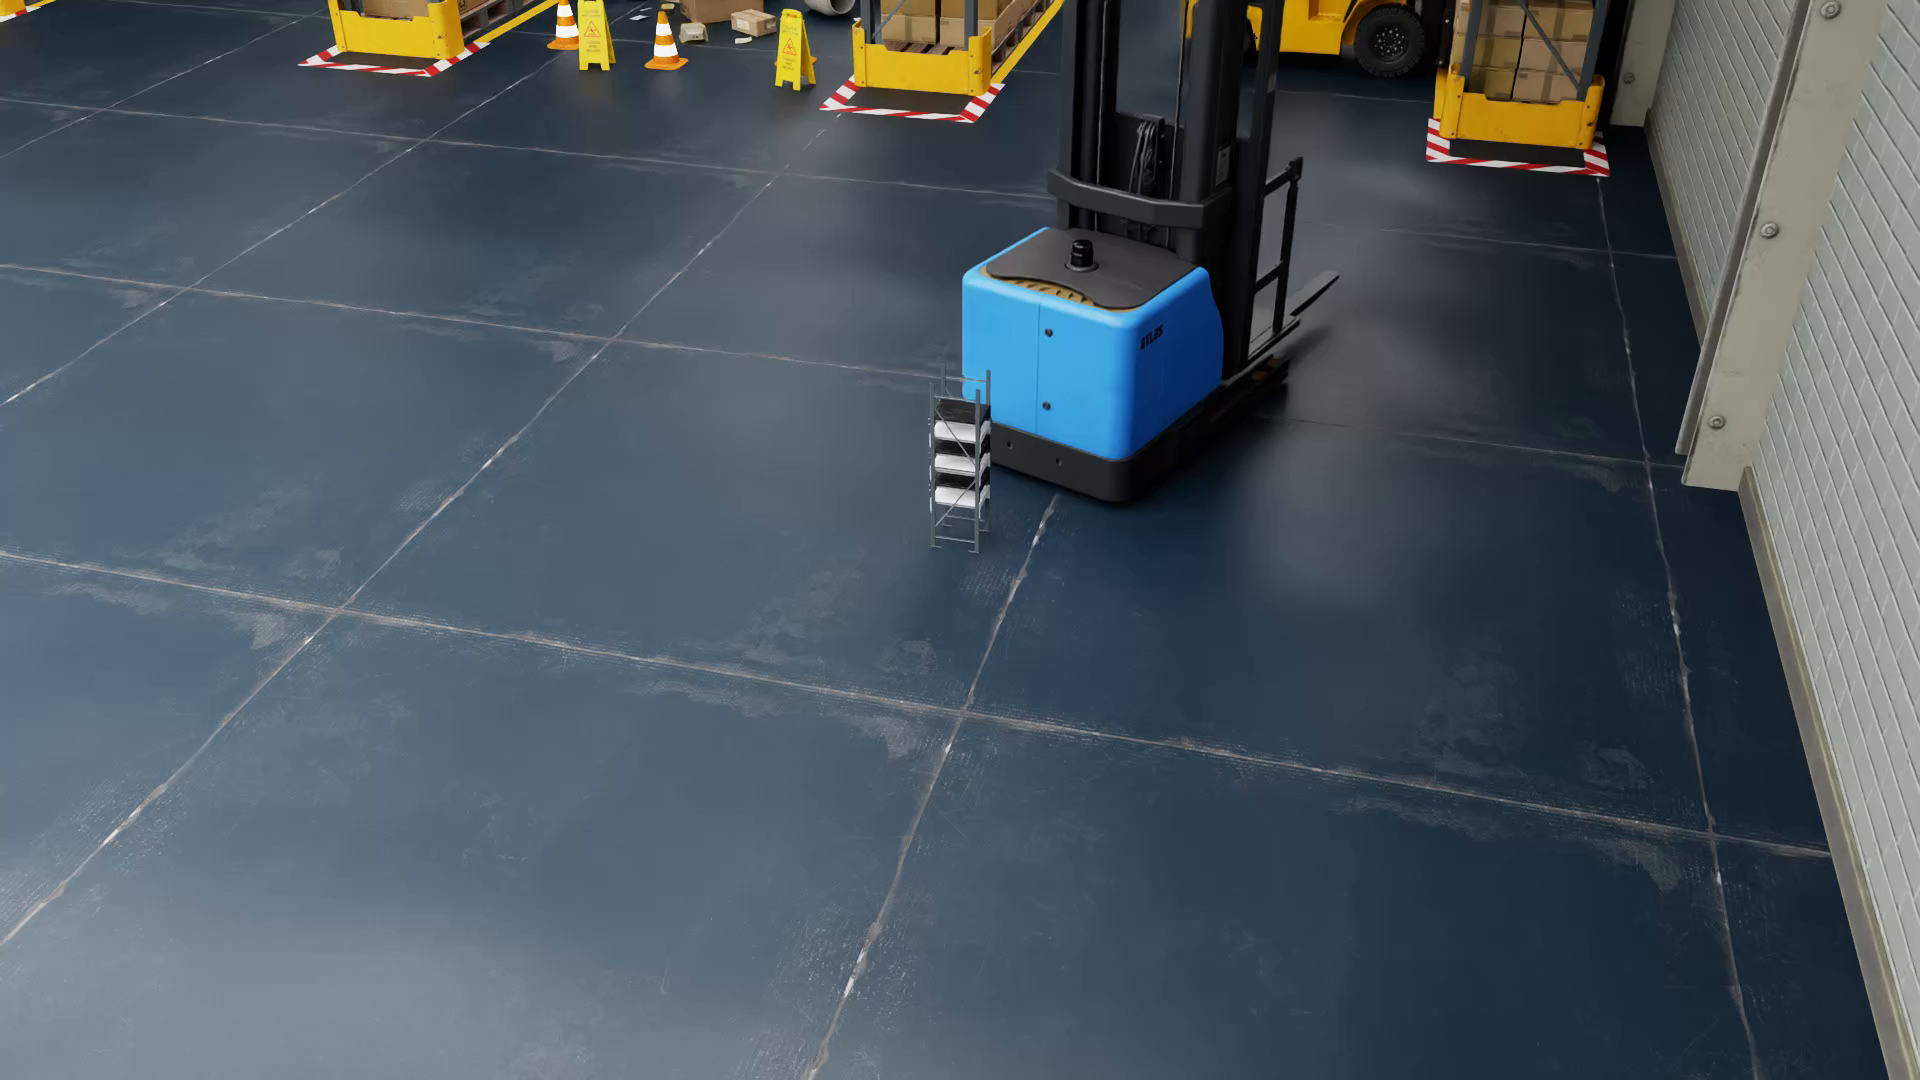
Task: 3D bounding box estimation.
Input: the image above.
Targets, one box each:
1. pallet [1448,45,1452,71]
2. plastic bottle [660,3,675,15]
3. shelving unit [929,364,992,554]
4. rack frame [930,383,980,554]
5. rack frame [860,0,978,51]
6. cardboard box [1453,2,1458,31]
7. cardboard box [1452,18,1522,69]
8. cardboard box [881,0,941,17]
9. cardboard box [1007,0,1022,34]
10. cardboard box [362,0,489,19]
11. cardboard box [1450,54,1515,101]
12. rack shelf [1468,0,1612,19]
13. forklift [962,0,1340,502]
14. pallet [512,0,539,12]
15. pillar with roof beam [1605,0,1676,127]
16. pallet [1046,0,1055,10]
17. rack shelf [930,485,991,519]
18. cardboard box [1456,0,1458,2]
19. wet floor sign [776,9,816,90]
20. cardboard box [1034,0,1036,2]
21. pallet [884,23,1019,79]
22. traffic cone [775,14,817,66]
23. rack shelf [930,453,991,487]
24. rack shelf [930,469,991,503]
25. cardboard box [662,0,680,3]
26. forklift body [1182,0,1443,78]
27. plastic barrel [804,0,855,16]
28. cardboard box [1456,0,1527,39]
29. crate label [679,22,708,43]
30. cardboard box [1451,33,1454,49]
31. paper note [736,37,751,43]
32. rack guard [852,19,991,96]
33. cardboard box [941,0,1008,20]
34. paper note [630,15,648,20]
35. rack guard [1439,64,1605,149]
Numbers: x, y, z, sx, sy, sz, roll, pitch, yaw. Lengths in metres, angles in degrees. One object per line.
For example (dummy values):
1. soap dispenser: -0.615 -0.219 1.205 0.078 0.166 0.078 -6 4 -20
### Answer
1. pallet: 4.921 -4.370 14.927 1.003 0.211 1.213 8 33 12
2. plastic bottle: -2.894 -5.267 16.478 0.133 0.061 0.283 -3 33 -4
3. shelving unit: 0.002 -0.384 8.015 0.258 0.900 0.210 8 33 12
4. rack frame: -0.024 -0.331 7.932 0.240 0.900 0.006 8 33 12
5. rack frame: -0.347 -5.187 13.613 1.000 3.000 0.127 8 33 12
6. cardboard box: 4.525 -4.566 14.341 0.500 0.250 0.500 7 33 11
7. cardboard box: 4.277 -4.036 13.508 0.500 0.250 0.500 8 33 12
8. cardboard box: -0.396 -4.972 14.747 0.500 0.500 0.500 8 33 13
9. cardboard box: 0.262 -4.849 15.252 0.500 0.250 0.500 9 34 14
10. cardboard box: -5.052 -5.450 15.616 0.875 0.875 0.875 8 33 13
11. cardboard box: 4.269 -3.817 13.629 0.500 0.250 0.500 8 33 13
12. rack shelf: 4.963 -5.247 14.379 1.077 0.370 4.000 8 33 12
13. forklift: 1.252 -2.173 8.936 1.130 2.935 3.031 21 38 29
14. pallet: -4.721 -5.688 17.001 1.003 0.211 1.213 8 33 12
15. pillar with roof beam: 1.340 -7.870 12.241 9.100 9.000 0.400 8 33 12
16. pallet: 0.532 -5.733 17.071 1.003 0.211 1.213 8 33 12
17. rack shelf: 0.002 -0.204 8.130 0.258 0.077 0.200 8 33 12
18. cardboard box: 4.513 -4.762 14.185 0.500 0.250 0.500 8 33 13
19. wet floor sign: -1.430 -4.240 14.319 0.267 0.644 0.232 20 38 29
20. cardboard box: 0.519 -5.395 16.112 0.500 0.250 0.500 9 33 13
21. pallet: -0.087 -4.466 15.079 1.003 0.211 1.213 8 33 12
22. traffic cone: -1.485 -4.515 14.921 0.336 0.463 0.334 8 33 12
23. rack shelf: 0.002 -0.356 8.033 0.258 0.077 0.200 8 33 12
24. rack shelf: 0.002 -0.280 8.081 0.258 0.077 0.200 8 33 12
25. cardboard box: -2.800 -5.588 16.792 0.396 0.266 0.258 14 35 21
26. forklift body: 3.172 -5.387 14.719 2.313 2.155 1.214 8 33 12
27. plastic barrel: -1.287 -5.378 16.315 0.421 0.421 0.512 -21 38 -29
28. cardboard box: 4.271 -4.233 13.353 0.500 0.250 0.500 9 34 14
29. crate label: -2.506 -4.769 15.624 0.250 0.136 0.298 -8 33 -13
30. cardboard box: 4.540 -4.332 14.440 0.500 0.250 0.500 8 33 13
31. paper note: -2.032 -4.696 15.608 0.148 0.019 0.142 -3 33 -4
32. rack guard: -0.327 -4.171 14.346 1.175 0.500 0.348 8 33 12
33. cardboard box: 0.131 -4.914 14.656 0.500 0.500 0.500 7 33 11
34. paper note: -3.131 -5.116 16.270 0.144 0.017 0.142 20 38 29
35. rack guard: 4.449 -3.446 13.204 1.175 0.500 0.348 8 33 12
